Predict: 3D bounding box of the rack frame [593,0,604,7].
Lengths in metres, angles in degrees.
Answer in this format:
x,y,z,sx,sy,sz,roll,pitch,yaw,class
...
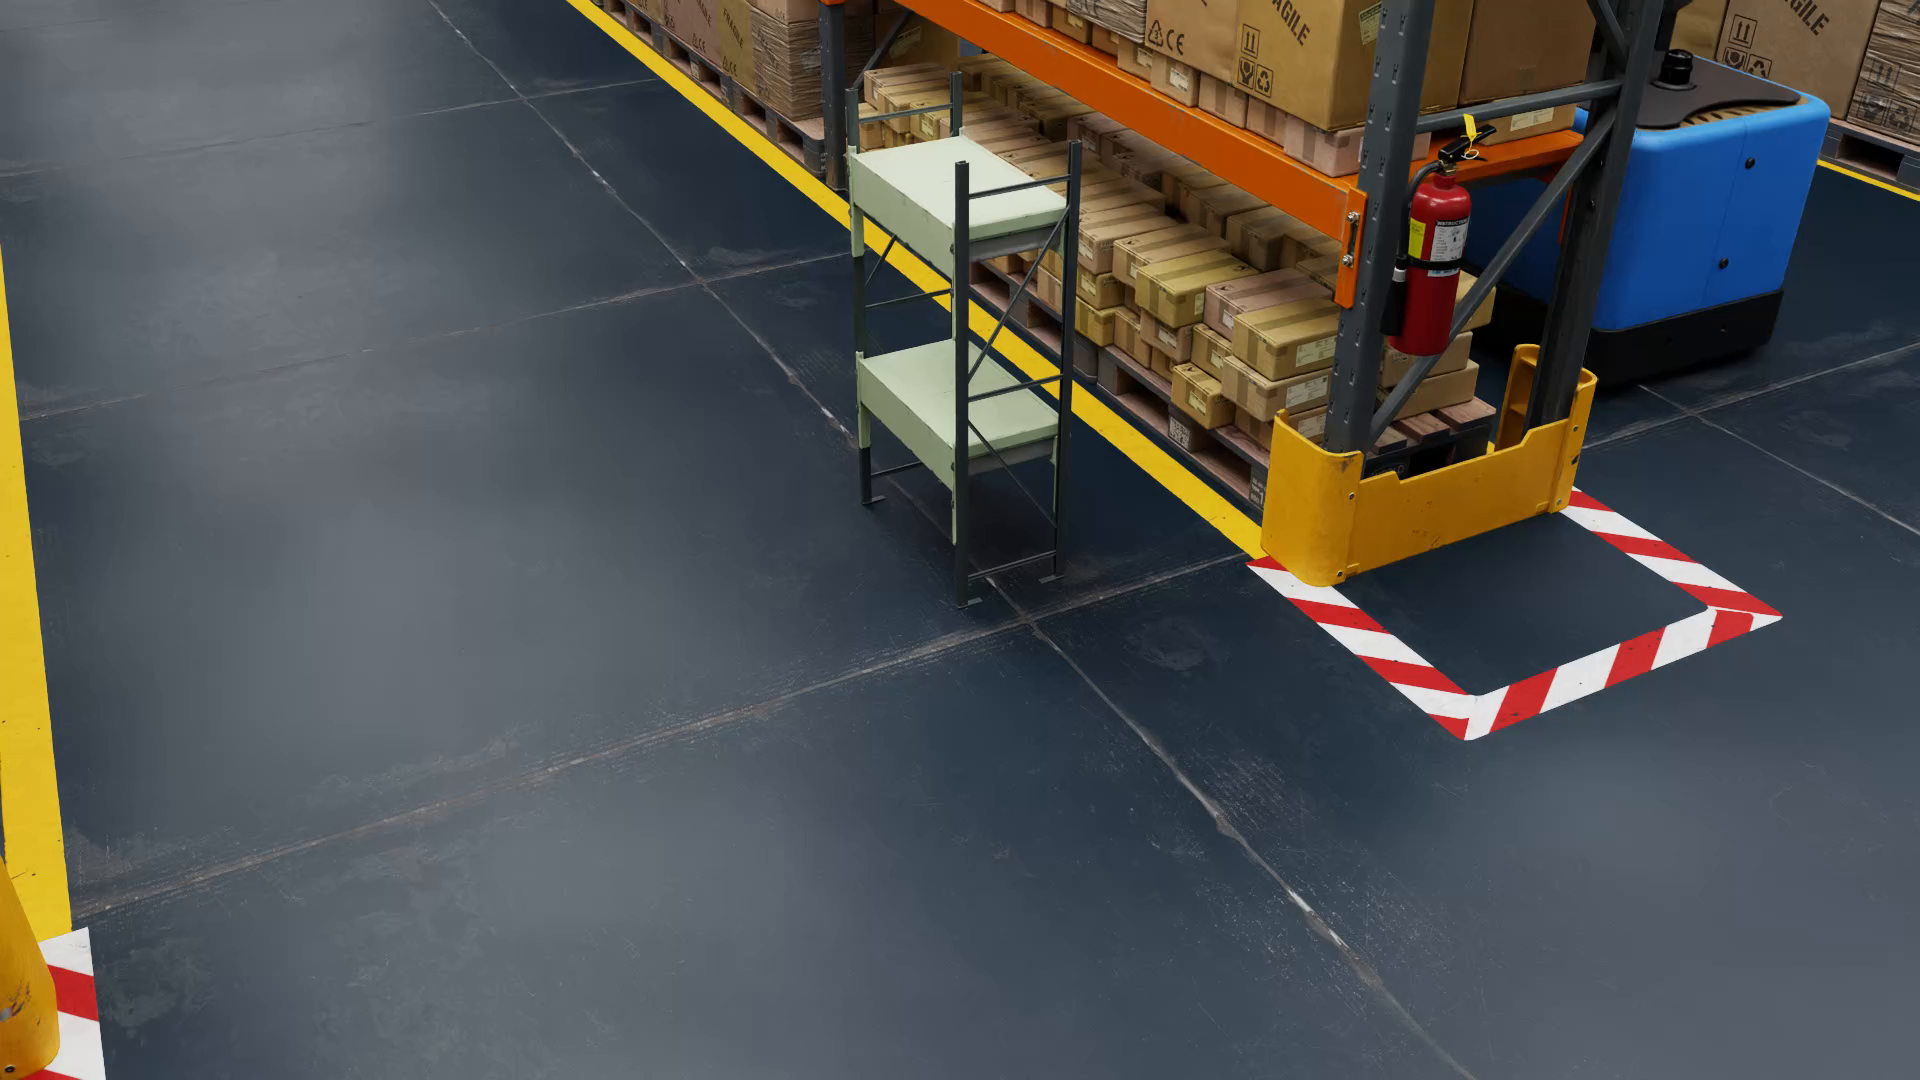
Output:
x,y,z,sx,sy,sz,roll,pitch,yaw,class
-2.088,-5.104,10.936,1.000,3.000,0.127,-16,36,-23,rack frame

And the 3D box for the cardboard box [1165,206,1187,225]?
x,y,z,sx,sy,sz,roll,pitch,yaw,class
0.960,-1.314,6.997,0.380,0.149,0.250,-14,35,-21,cardboard box

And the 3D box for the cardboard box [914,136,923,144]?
x,y,z,sx,sy,sz,roll,pitch,yaw,class
0.006,-1.838,7.816,0.380,0.149,0.250,-16,36,-23,cardboard box

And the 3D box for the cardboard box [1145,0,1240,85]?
x,y,z,sx,sy,sz,roll,pitch,yaw,class
0.969,-1.851,5.489,0.500,0.500,0.500,-16,36,-24,cardboard box

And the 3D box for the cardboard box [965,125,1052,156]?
x,y,z,sx,sy,sz,roll,pitch,yaw,class
0.180,-1.690,7.310,0.380,0.149,0.250,-15,36,-22,cardboard box

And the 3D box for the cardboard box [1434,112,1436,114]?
x,y,z,sx,sy,sz,roll,pitch,yaw,class
1.625,-1.529,5.588,0.380,0.149,0.250,-15,35,-21,cardboard box

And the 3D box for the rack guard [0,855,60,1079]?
x,y,z,sx,sy,sz,roll,pitch,yaw,class
-2.679,1.071,3.615,1.175,0.500,0.348,-16,36,-23,rack guard

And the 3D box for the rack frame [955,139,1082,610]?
x,y,z,sx,sy,sz,roll,pitch,yaw,class
0.168,-0.460,5.078,0.400,1.500,0.023,-16,36,-23,rack frame

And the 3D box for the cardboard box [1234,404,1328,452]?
x,y,z,sx,sy,sz,roll,pitch,yaw,class
1.212,-0.462,5.943,0.380,0.149,0.250,-15,36,-22,cardboard box

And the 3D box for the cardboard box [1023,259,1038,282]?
x,y,z,sx,sy,sz,roll,pitch,yaw,class
0.493,-1.202,7.099,0.380,0.149,0.250,-15,36,-22,cardboard box

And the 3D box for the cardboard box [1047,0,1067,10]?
x,y,z,sx,sy,sz,roll,pitch,yaw,class
0.501,-2.331,6.239,0.500,0.500,0.500,-14,35,-21,cardboard box

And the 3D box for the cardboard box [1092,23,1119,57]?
x,y,z,sx,sy,sz,roll,pitch,yaw,class
0.717,-1.902,6.171,0.380,0.149,0.250,-17,37,-25,cardboard box

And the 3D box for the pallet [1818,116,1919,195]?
x,y,z,sx,sy,sz,roll,pitch,yaw,class
5.070,-2.255,9.074,1.003,0.211,1.213,-16,36,-23,pallet

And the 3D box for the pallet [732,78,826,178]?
x,y,z,sx,sy,sz,roll,pitch,yaw,class
-0.587,-2.392,9.288,1.003,0.211,1.213,-16,36,-23,pallet

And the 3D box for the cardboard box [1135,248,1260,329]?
x,y,z,sx,sy,sz,roll,pitch,yaw,class
0.871,-0.928,6.120,0.380,0.149,0.250,-17,36,-24,cardboard box

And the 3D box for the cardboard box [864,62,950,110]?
x,y,z,sx,sy,sz,roll,pitch,yaw,class
-0.246,-2.206,8.114,0.380,0.149,0.250,-14,35,-21,cardboard box

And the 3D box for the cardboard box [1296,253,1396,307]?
x,y,z,sx,sy,sz,roll,pitch,yaw,class
1.463,-0.950,6.154,0.380,0.149,0.250,-15,36,-22,cardboard box

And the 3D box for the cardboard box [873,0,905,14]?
x,y,z,sx,sy,sz,roll,pitch,yaw,class
-0.334,-3.054,8.970,0.500,0.250,0.500,-18,37,-25,cardboard box

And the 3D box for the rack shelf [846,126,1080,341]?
x,y,z,sx,sy,sz,roll,pitch,yaw,class
-0.003,-0.963,5.140,0.431,0.370,0.720,-16,36,-23,rack shelf

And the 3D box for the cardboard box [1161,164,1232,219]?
x,y,z,sx,sy,sz,roll,pitch,yaw,class
1.067,-1.472,6.969,0.380,0.149,0.250,-15,36,-22,cardboard box

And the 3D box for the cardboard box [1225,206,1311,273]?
x,y,z,sx,sy,sz,roll,pitch,yaw,class
1.270,-1.200,6.545,0.380,0.149,0.250,-18,37,-25,cardboard box

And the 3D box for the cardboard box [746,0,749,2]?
x,y,z,sx,sy,sz,roll,pitch,yaw,class
-1.022,-3.176,9.159,0.500,0.250,0.500,-14,35,-21,cardboard box

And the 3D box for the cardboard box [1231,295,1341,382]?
x,y,z,sx,sy,sz,roll,pitch,yaw,class
1.171,-0.702,5.767,0.380,0.149,0.250,-15,36,-23,cardboard box

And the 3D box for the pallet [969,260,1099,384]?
x,y,z,sx,sy,sz,roll,pitch,yaw,class
0.694,-1.127,7.313,1.003,0.211,1.213,-16,36,-23,pallet

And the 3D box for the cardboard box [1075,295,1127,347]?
x,y,z,sx,sy,sz,roll,pitch,yaw,class
0.654,-0.927,6.670,0.380,0.149,0.250,-18,37,-25,cardboard box

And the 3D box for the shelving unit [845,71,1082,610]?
x,y,z,sx,sy,sz,roll,pitch,yaw,class
-0.003,-0.635,5.350,0.431,1.500,0.755,-16,36,-23,shelving unit

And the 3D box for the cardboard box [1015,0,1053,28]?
x,y,z,sx,sy,sz,roll,pitch,yaw,class
0.442,-2.140,6.542,0.380,0.149,0.250,-14,35,-21,cardboard box

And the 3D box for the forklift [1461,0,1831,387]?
x,y,z,sx,sy,sz,roll,pitch,yaw,class
2.286,-2.617,7.118,1.130,2.935,3.031,-15,35,-21,forklift

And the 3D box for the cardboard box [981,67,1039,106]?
x,y,z,sx,sy,sz,roll,pitch,yaw,class
0.327,-2.206,8.115,0.380,0.149,0.250,-15,36,-23,cardboard box

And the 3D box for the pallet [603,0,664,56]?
x,y,z,sx,sy,sz,roll,pitch,yaw,class
-1.725,-3.557,11.106,1.003,0.211,1.213,-16,36,-23,pallet

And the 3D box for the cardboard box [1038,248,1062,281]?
x,y,z,sx,sy,sz,roll,pitch,yaw,class
0.543,-1.187,6.799,0.380,0.149,0.250,-14,35,-21,cardboard box

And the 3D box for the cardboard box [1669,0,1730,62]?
x,y,z,sx,sy,sz,roll,pitch,yaw,class
4.449,-3.342,9.766,0.875,0.875,0.875,-16,36,-23,cardboard box

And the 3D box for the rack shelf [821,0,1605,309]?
x,y,z,sx,sy,sz,roll,pitch,yaw,class
0.709,-1.938,6.661,1.077,0.370,4.000,-16,36,-23,rack shelf

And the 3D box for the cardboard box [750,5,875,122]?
x,y,z,sx,sy,sz,roll,pitch,yaw,class
-0.791,-2.609,8.970,0.500,0.500,0.500,-17,36,-24,cardboard box

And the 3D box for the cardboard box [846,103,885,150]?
x,y,z,sx,sy,sz,roll,pitch,yaw,class
-0.337,-2.043,8.137,0.380,0.149,0.250,-14,35,-21,cardboard box

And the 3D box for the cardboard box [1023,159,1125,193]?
x,y,z,sx,sy,sz,roll,pitch,yaw,class
0.460,-1.453,6.940,0.380,0.149,0.250,-16,36,-23,cardboard box

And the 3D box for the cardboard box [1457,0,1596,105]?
x,y,z,sx,sy,sz,roll,pitch,yaw,class
1.677,-1.737,5.313,0.500,0.500,0.500,-14,35,-21,cardboard box

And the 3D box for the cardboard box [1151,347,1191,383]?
x,y,z,sx,sy,sz,roll,pitch,yaw,class
0.955,-0.707,6.326,0.380,0.149,0.250,-16,36,-23,cardboard box

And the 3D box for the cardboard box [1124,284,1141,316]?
x,y,z,sx,sy,sz,roll,pitch,yaw,class
0.865,-0.970,6.461,0.380,0.149,0.250,-16,36,-24,cardboard box

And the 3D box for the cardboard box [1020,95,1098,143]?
x,y,z,sx,sy,sz,roll,pitch,yaw,class
0.502,-1.945,7.708,0.380,0.149,0.250,-15,35,-22,cardboard box

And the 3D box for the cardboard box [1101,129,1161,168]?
x,y,z,sx,sy,sz,roll,pitch,yaw,class
0.846,-1.714,7.347,0.380,0.149,0.250,-17,36,-25,cardboard box

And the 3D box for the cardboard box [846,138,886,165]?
x,y,z,sx,sy,sz,roll,pitch,yaw,class
-0.338,-1.917,8.215,0.380,0.149,0.250,-18,37,-25,cardboard box

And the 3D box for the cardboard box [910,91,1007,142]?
x,y,z,sx,sy,sz,roll,pitch,yaw,class
-0.008,-1.951,7.717,0.380,0.149,0.250,-16,36,-24,cardboard box

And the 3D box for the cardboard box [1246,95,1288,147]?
x,y,z,sx,sy,sz,roll,pitch,yaw,class
1.157,-1.393,5.377,0.380,0.149,0.250,-16,36,-23,cardboard box

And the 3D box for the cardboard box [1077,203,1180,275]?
x,y,z,sx,sy,sz,roll,pitch,yaw,class
0.632,-1.182,6.516,0.380,0.149,0.250,-15,35,-21,cardboard box

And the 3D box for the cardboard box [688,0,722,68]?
x,y,z,sx,sy,sz,roll,pitch,yaw,class
-1.265,-3.100,9.736,0.500,0.500,0.500,-17,36,-24,cardboard box

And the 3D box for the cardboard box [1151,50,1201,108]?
x,y,z,sx,sy,sz,roll,pitch,yaw,class
0.887,-1.625,5.739,0.380,0.149,0.250,-15,36,-22,cardboard box

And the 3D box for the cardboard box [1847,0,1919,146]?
x,y,z,sx,sy,sz,roll,pitch,yaw,class
5.283,-2.487,8.432,0.875,0.875,0.875,-16,36,-23,cardboard box

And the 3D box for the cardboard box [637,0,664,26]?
x,y,z,sx,sy,sz,roll,pitch,yaw,class
-1.747,-3.588,10.497,0.500,0.500,0.500,-15,36,-23,cardboard box

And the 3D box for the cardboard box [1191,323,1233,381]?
x,y,z,sx,sy,sz,roll,pitch,yaw,class
1.069,-0.706,6.050,0.380,0.149,0.250,-17,36,-24,cardboard box

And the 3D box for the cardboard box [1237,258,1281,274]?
x,y,z,sx,sy,sz,roll,pitch,yaw,class
1.331,-1.092,6.651,0.380,0.149,0.250,-15,35,-22,cardboard box
